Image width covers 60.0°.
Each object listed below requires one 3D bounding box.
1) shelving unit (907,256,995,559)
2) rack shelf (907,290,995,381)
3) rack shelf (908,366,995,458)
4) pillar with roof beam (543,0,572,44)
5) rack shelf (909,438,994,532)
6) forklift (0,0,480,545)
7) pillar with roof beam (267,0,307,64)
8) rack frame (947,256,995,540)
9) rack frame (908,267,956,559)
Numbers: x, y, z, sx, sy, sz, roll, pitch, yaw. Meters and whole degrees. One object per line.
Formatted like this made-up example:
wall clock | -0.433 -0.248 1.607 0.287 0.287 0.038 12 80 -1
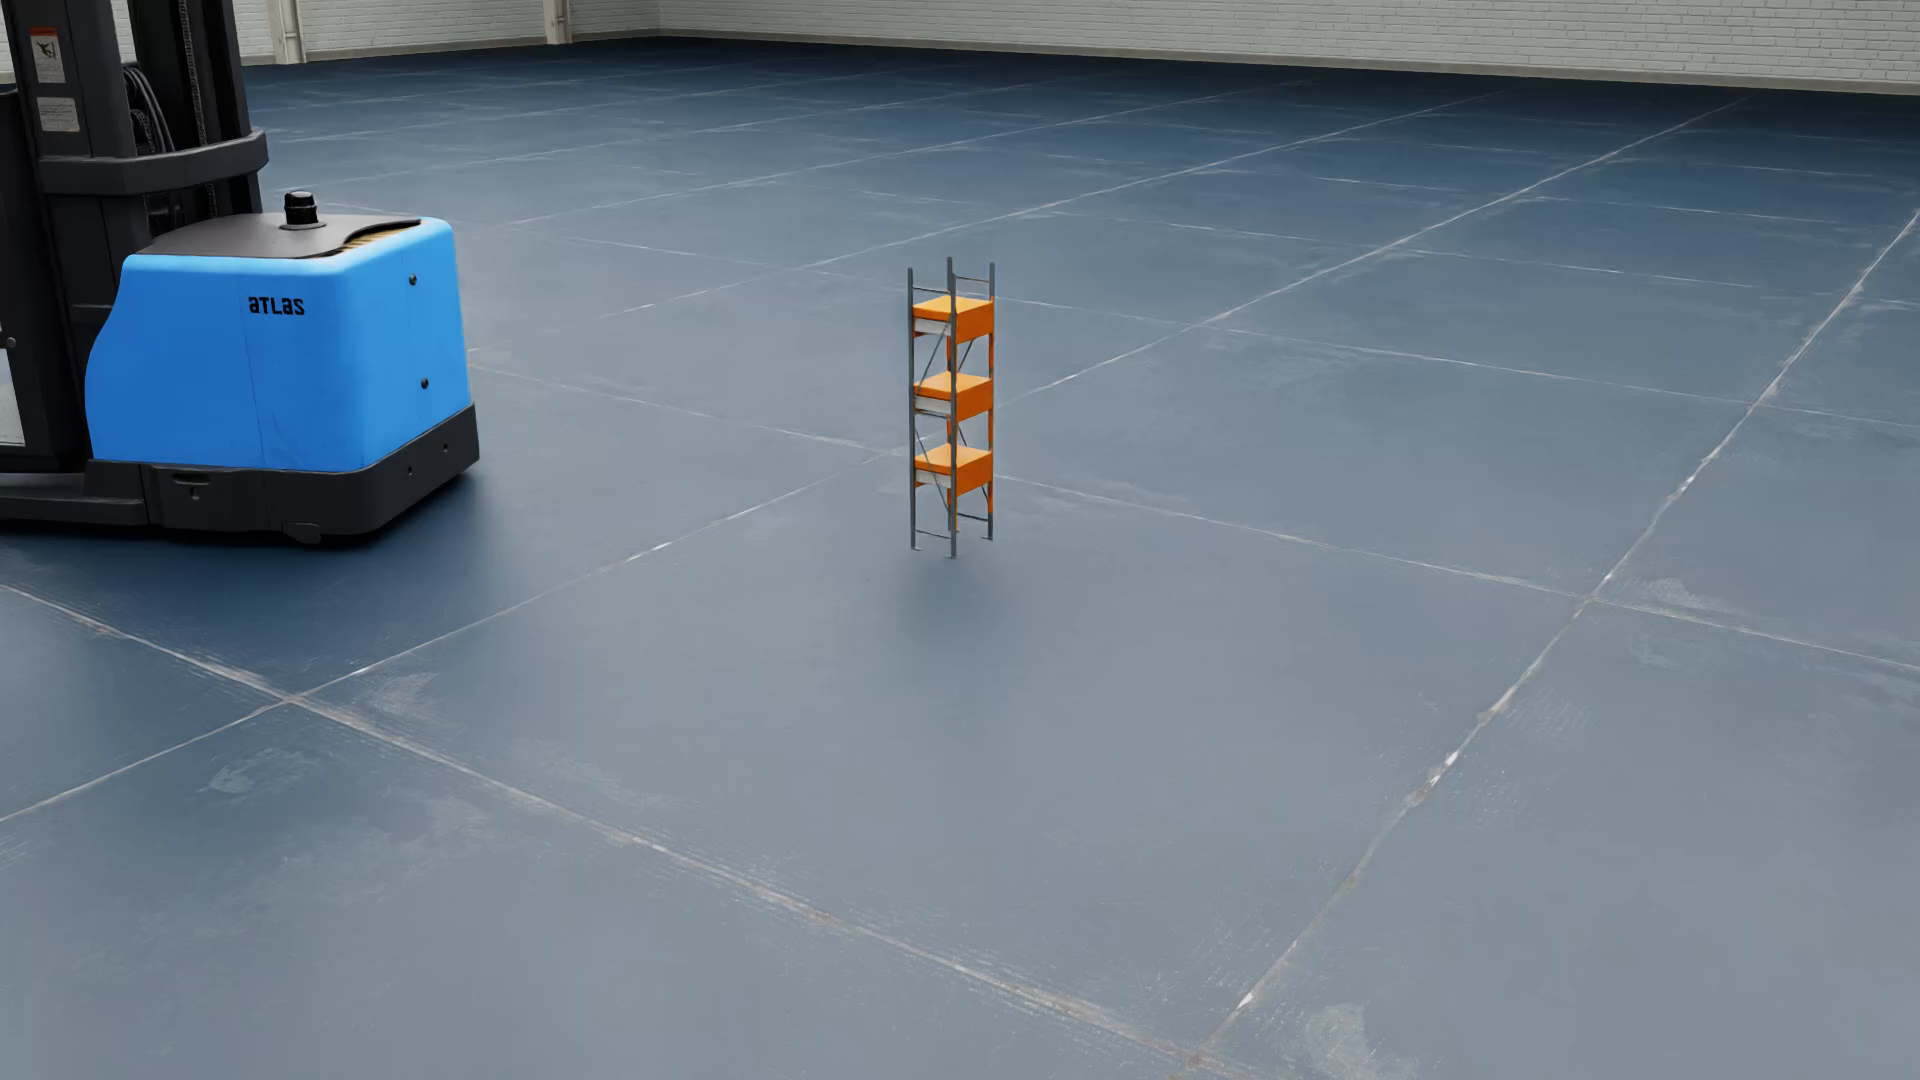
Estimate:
shelving unit | -0.030 -0.477 6.041 0.215 1.050 0.252 13 24 32
rack shelf | -0.030 -0.733 5.947 0.215 0.259 0.240 13 24 32
rack shelf | -0.030 -0.467 6.045 0.215 0.259 0.240 13 24 32
pillar with roof beam | -4.268 -13.085 28.667 9.100 9.000 0.400 13 24 32
rack shelf | -0.030 -0.206 6.141 0.215 0.259 0.240 13 24 32
forklift | -3.580 -1.584 6.323 3.031 2.935 1.130 3 21 9
pillar with roof beam | -7.641 -11.363 24.013 9.100 9.000 0.400 13 24 32
rack frame | 0.038 -0.512 6.136 0.200 1.050 0.008 13 24 32
rack frame | -0.099 -0.442 5.947 0.200 1.050 0.008 13 24 32
